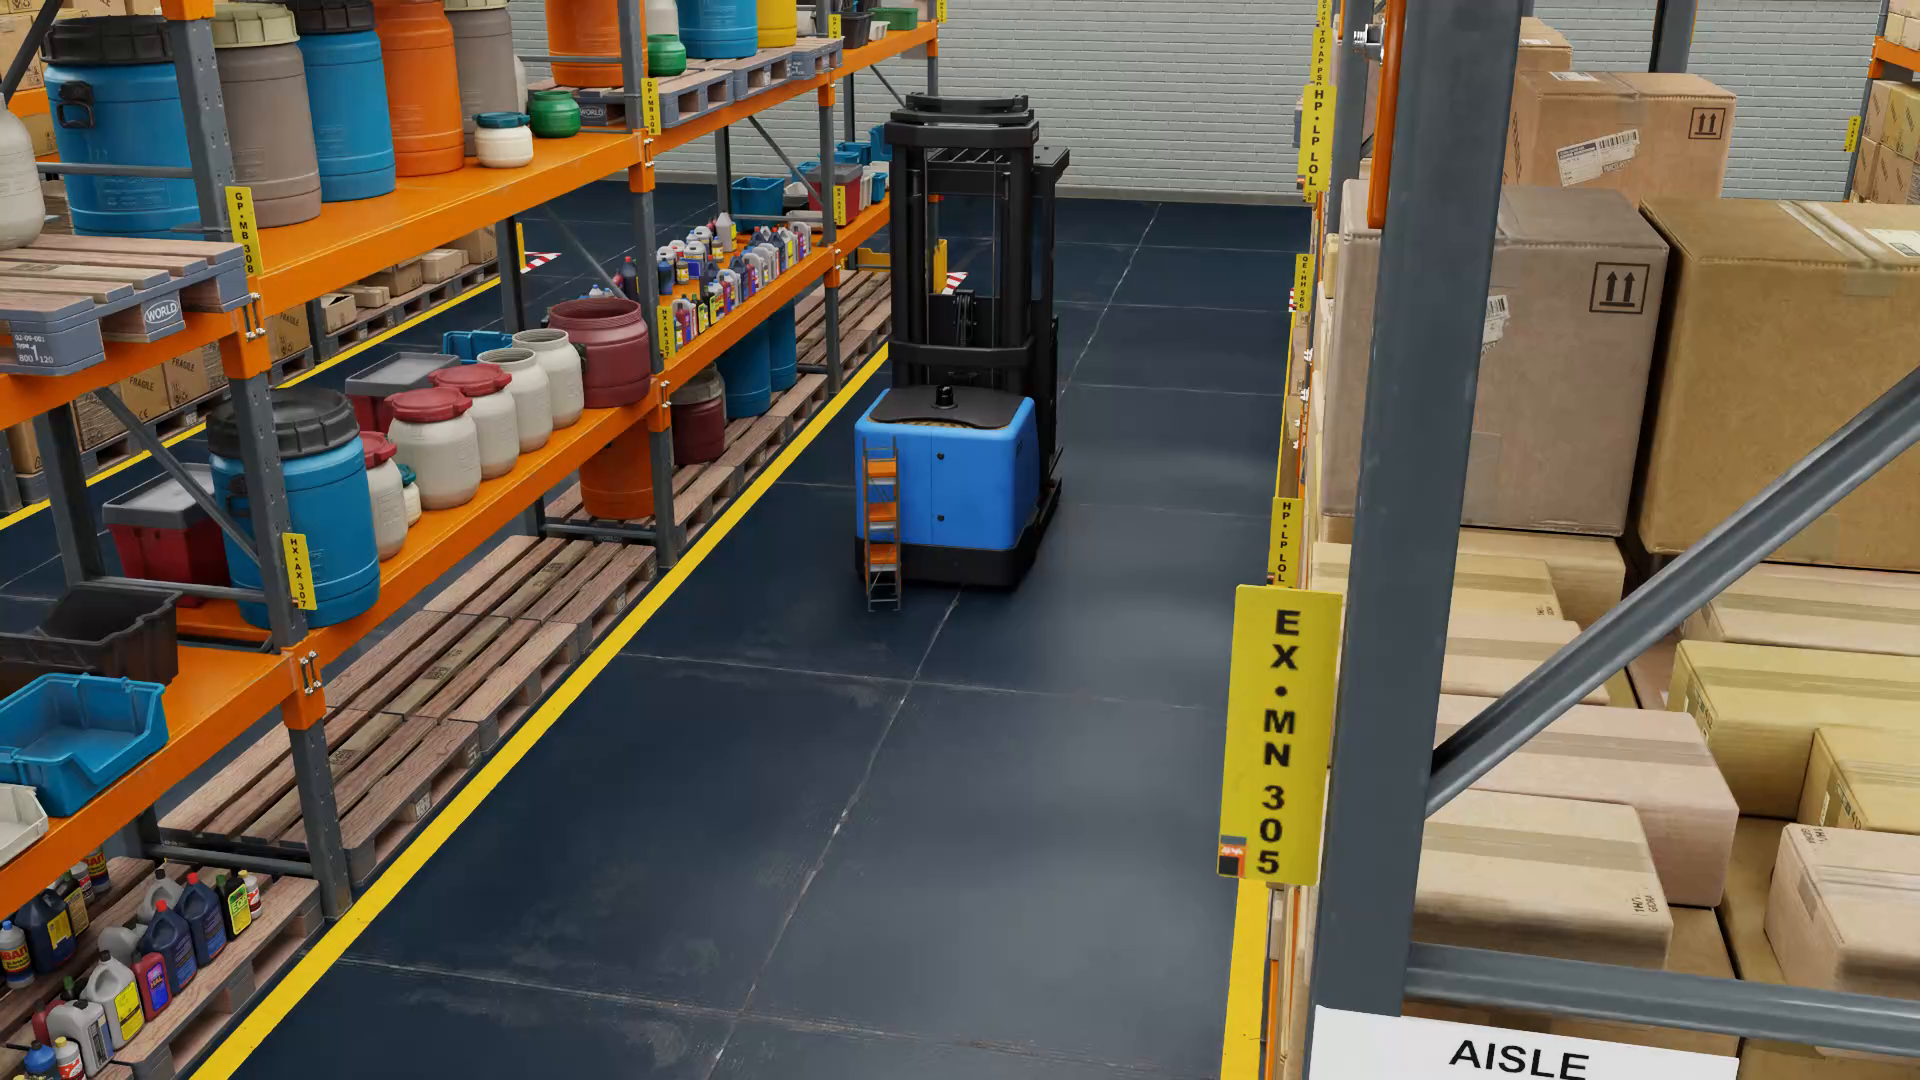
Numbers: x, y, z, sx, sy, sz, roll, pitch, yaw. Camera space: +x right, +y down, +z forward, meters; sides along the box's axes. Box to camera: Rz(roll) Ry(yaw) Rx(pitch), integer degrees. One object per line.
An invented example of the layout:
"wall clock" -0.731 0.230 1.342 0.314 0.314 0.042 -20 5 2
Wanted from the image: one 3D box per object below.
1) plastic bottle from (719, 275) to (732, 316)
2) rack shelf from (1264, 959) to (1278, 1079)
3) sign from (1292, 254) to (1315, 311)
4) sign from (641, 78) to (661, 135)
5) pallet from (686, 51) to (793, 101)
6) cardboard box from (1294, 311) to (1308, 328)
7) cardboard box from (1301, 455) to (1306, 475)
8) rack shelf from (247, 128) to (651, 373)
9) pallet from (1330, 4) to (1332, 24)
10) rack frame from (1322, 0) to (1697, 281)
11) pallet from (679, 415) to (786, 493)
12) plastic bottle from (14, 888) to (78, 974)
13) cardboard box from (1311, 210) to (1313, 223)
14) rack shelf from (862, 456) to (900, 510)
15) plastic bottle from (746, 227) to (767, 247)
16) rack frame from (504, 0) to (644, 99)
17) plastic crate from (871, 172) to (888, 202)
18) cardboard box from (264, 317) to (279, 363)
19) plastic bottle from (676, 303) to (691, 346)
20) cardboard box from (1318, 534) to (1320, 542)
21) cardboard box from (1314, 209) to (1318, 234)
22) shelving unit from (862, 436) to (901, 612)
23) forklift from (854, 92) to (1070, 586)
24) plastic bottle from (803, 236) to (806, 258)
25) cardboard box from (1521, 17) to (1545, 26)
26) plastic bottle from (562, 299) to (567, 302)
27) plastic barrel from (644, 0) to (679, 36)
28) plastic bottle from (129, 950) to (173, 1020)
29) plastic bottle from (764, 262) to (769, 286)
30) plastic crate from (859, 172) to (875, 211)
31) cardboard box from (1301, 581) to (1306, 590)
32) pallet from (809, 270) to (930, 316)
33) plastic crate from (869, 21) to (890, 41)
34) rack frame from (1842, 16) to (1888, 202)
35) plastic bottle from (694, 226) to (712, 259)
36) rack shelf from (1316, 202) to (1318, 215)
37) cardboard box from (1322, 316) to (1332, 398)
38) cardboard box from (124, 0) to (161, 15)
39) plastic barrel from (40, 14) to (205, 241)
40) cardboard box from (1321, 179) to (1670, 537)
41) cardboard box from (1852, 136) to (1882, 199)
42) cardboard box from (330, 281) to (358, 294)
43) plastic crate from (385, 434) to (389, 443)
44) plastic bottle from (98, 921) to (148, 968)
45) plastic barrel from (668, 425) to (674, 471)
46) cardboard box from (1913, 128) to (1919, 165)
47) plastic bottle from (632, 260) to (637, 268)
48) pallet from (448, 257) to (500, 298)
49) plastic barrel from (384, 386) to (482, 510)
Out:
"plastic bottle" -1.678 -1.752 11.845 0.061 0.283 0.133 4 22 11
"rack shelf" 1.262 1.652 4.199 1.077 0.370 4.000 4 22 11
"sign" 1.942 -1.454 9.399 0.100 0.325 0.005 4 22 11
"sign" -1.823 -2.557 9.812 0.100 0.325 0.005 4 22 11
"pallet" -1.840 -3.311 11.797 1.003 0.211 1.213 4 22 11
"cardboard box" 3.191 -1.313 12.879 1.225 0.875 0.875 5 22 11
"cardboard box" 1.933 -0.297 7.375 0.797 0.503 0.637 7 23 16
"rack shelf" -2.771 -1.580 8.209 1.077 0.370 4.000 4 22 11
"pallet" 3.977 -4.880 15.559 1.003 0.211 1.213 4 22 11
"rack frame" 1.670 -2.196 4.760 1.000 3.000 0.127 4 22 11
"pallet" -1.992 -0.696 12.800 1.003 0.211 1.213 4 22 11
"plastic bottle" -3.609 1.509 6.550 0.144 0.351 0.185 4 22 11
"cardboard box" 3.305 -2.829 14.699 0.380 0.149 0.250 4 22 10
"rack shelf" -0.479 -0.348 10.080 0.215 0.259 0.240 -2 22 -5
"plastic bottle" -1.593 -2.276 13.055 0.144 0.351 0.185 4 22 11
"rack frame" -2.363 -4.036 9.330 1.000 3.000 0.127 4 22 11
"plastic crate" -0.899 -3.359 15.822 0.416 0.233 0.300 4 22 11
"cardboard box" -6.324 -1.758 14.459 0.500 0.500 0.500 5 22 11
"plastic bottle" -1.846 -1.450 11.094 0.061 0.283 0.133 4 22 11
"cardboard box" 0.915 0.163 3.120 0.500 0.250 0.500 5 22 12
"cardboard box" 2.963 -2.236 12.757 0.500 0.500 0.500 5 22 11
"shelving unit" -0.479 -0.094 10.182 0.215 1.050 0.252 -2 22 -5
"forklift" 0.127 -1.590 11.378 1.130 2.935 3.031 4 22 11
"plastic bottle" -1.308 -2.411 13.591 0.097 0.201 0.097 0 22 0
"cardboard box" 2.633 -2.352 8.360 0.500 0.500 0.500 5 22 12
"plastic bottle" -2.651 -1.464 11.130 0.061 0.283 0.133 4 22 11
"plastic barrel" -2.149 -3.563 11.425 0.433 0.535 0.433 0 22 0
"plastic bottle" -3.060 1.656 6.274 0.061 0.283 0.133 6 23 14
"plastic bottle" -1.512 -2.044 12.679 0.097 0.201 0.097 0 22 0
"plastic crate" -1.055 -3.234 15.446 0.437 0.282 0.530 4 22 11
"cardboard box" 1.126 0.450 4.351 0.500 0.500 0.500 4 22 11
"pallet" -0.937 -2.587 17.495 1.003 0.211 1.213 4 22 11
"plastic crate" -0.909 -4.674 15.281 0.437 0.136 0.530 4 22 11
"rack frame" 8.953 -3.387 15.748 1.000 3.000 0.127 4 22 11
"plastic bottle" -2.089 -2.385 13.426 0.152 0.276 0.135 4 22 11
"rack shelf" 2.894 -2.665 10.904 1.077 0.370 4.000 4 22 11
"cardboard box" 1.090 -0.441 4.084 0.380 0.149 0.250 4 22 10
"cardboard box" -6.684 -4.350 13.293 0.600 0.600 0.600 4 22 10
"plastic barrel" -3.288 -1.617 6.668 0.600 0.901 0.708 4 22 11
"cardboard box" 0.922 -0.344 2.976 0.500 0.500 0.500 4 22 11
"cardboard box" 8.591 -3.428 15.318 0.500 0.500 0.500 6 23 13
"cardboard box" -6.403 -2.557 16.697 0.500 0.311 0.500 4 22 11
"plastic crate" -3.100 -0.351 8.493 0.450 0.188 0.662 4 22 11
"plastic bottle" -3.218 1.594 6.437 0.152 0.276 0.135 4 22 11
"plastic barrel" -2.252 -0.688 11.814 0.421 0.512 0.421 0 22 0
"cardboard box" 8.277 -3.331 13.738 0.500 0.500 0.500 4 22 9
"plastic bottle" -2.400 -1.914 12.248 0.061 0.283 0.133 4 22 11
"pallet" -5.756 -2.945 18.384 1.003 0.211 1.213 4 22 11
"plastic barrel" -2.620 -0.455 8.287 0.433 0.535 0.433 0 22 0
